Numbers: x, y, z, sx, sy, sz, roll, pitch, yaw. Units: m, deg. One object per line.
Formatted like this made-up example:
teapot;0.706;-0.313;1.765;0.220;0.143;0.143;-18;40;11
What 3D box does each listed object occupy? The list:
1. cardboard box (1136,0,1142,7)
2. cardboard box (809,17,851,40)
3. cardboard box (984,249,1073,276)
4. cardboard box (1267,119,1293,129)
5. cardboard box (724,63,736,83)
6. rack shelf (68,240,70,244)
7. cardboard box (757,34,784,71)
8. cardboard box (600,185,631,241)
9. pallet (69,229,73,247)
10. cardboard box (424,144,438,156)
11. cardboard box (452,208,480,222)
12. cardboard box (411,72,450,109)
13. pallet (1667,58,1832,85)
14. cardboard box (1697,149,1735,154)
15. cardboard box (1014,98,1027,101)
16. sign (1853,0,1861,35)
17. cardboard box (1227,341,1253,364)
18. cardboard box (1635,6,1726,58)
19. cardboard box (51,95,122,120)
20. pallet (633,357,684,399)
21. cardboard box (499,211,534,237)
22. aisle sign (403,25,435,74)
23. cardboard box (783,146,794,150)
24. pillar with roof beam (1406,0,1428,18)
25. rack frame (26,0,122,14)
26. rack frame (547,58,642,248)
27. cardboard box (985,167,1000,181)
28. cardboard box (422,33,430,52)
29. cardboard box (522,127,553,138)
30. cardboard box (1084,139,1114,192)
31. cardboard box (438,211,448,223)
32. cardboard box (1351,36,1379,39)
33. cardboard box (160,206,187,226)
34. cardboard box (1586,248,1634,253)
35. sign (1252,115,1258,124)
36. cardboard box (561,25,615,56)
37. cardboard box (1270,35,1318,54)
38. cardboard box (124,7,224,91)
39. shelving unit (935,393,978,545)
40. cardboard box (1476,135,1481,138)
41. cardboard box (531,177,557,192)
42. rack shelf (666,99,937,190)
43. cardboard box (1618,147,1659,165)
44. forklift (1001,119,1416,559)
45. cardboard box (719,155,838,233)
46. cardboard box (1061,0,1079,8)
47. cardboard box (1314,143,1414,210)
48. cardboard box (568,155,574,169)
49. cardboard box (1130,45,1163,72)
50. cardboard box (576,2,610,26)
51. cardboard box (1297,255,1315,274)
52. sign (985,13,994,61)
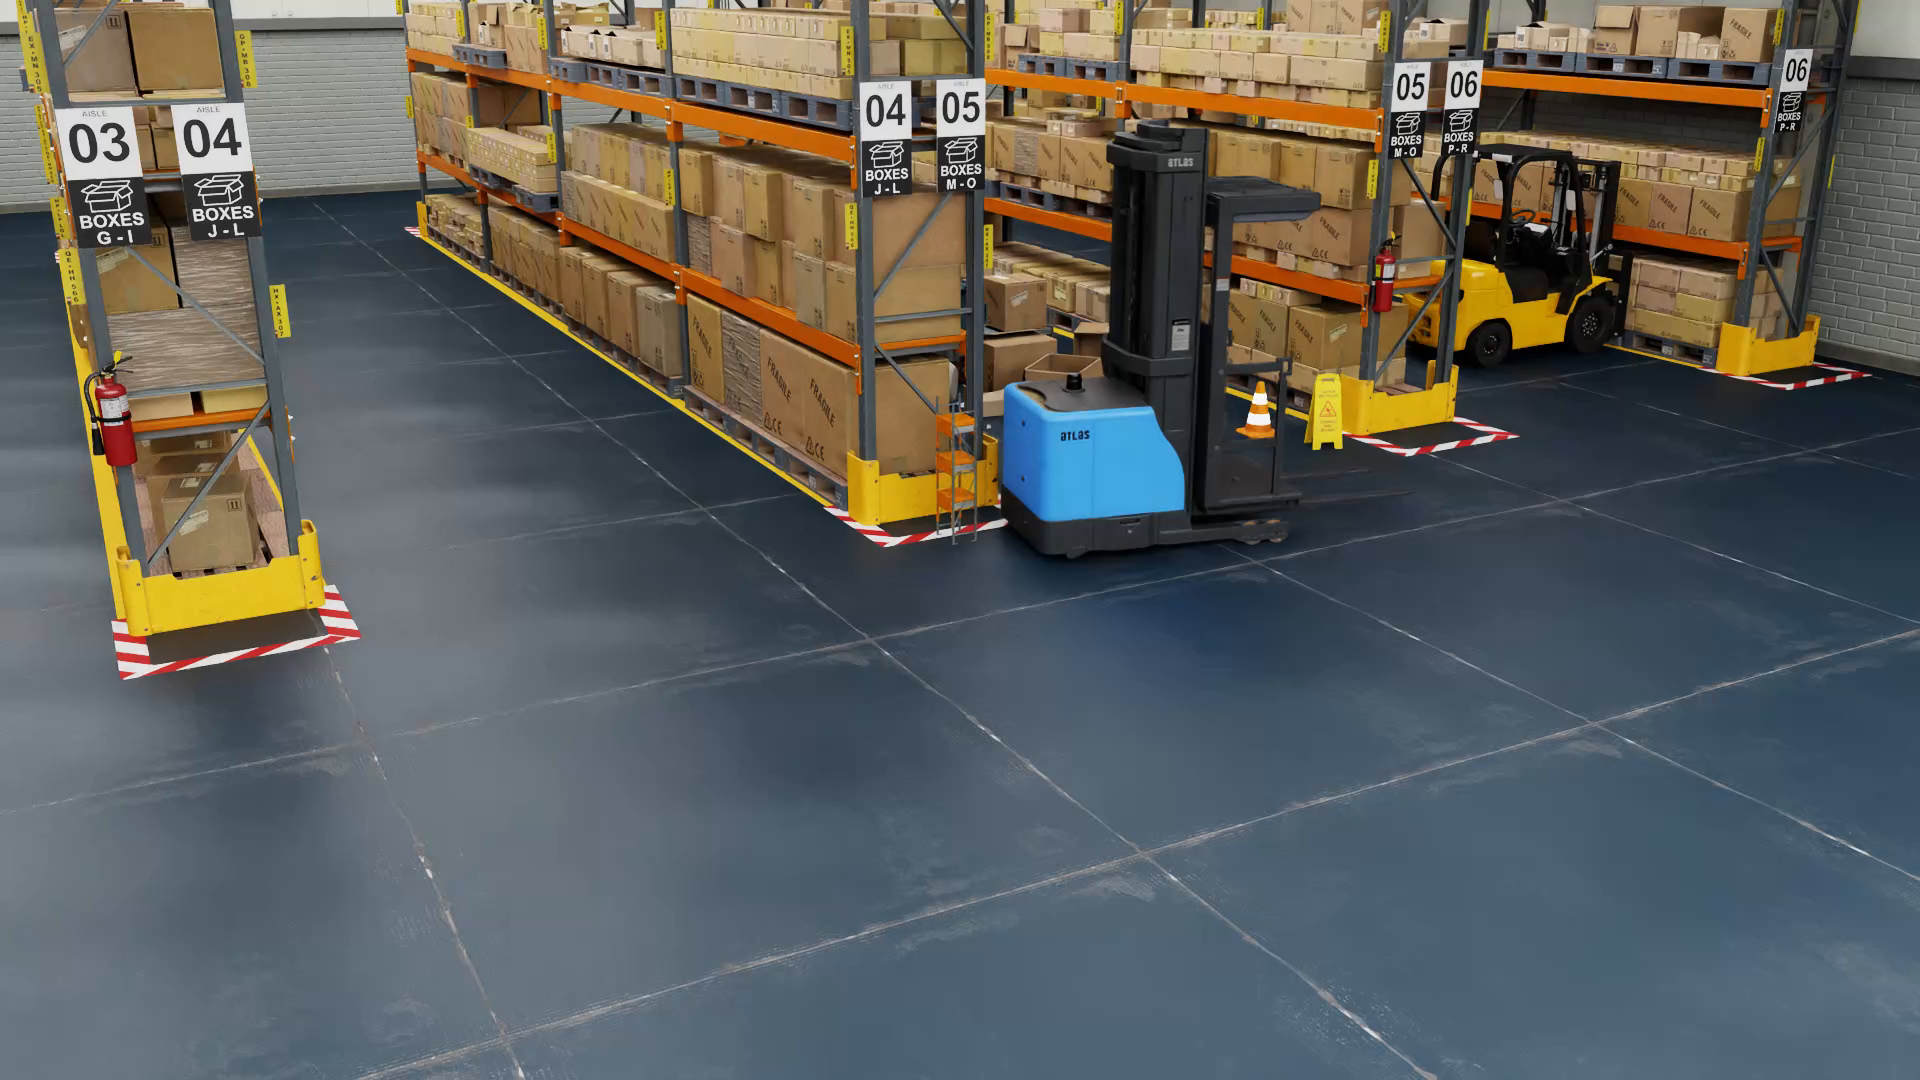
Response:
cardboard box;2.893;-8.479;26.002;0.396;0.266;0.258;-10;22;-27
cardboard box;-0.865;-3.702;12.028;0.380;0.149;0.250;-10;21;-26
cardboard box;0.837;-3.338;20.592;0.950;0.372;0.625;-10;22;-28
cardboard box;4.479;-5.743;23.028;0.380;0.149;0.250;-9;21;-25
cardboard box;-1.709;-3.835;13.635;0.380;0.149;0.250;-10;21;-27
rack shelf;-9.451;-3.455;18.649;1.077;0.370;4.000;-10;21;-27
cardboard box;-1.242;-3.783;12.873;0.500;0.250;0.500;-10;21;-27
cardboard box;-3.395;-3.403;17.242;0.500;0.500;0.500;-10;22;-27
pallet;-8.069;-2.942;16.354;1.213;0.211;1.003;-10;21;-27
cardboard box;-7.784;-5.842;24.849;0.380;0.149;0.250;-11;22;-28
cardboard box;-7.070;-4.666;23.869;0.380;0.149;0.250;-11;22;-29
cardboard box;-7.908;-6.748;24.945;0.500;0.500;0.500;-10;21;-27
pallet;8.073;-4.813;17.017;1.003;0.211;1.213;-10;21;-27
cardboard box;8.077;-4.081;17.756;0.380;0.149;0.250;-10;21;-26
cardboard box;1.240;-7.801;29.915;0.500;0.250;0.500;-9;21;-25
sign;8.877;-5.182;16.492;0.100;0.325;0.005;-10;21;-27
cardboard box;2.906;-1.848;16.460;0.500;0.250;0.500;-11;22;-29
cardboard box;7.563;-5.339;17.458;0.700;0.500;0.500;-10;21;-26
cardboard box;-5.356;-2.646;10.221;0.380;0.149;0.250;-11;22;-29
pallet;-2.621;-1.704;16.746;1.003;0.211;1.213;-10;21;-27
cardboard box;-5.614;-4.075;21.380;0.500;0.250;0.500;-9;21;-25
aisle sign;-8.186;-7.460;25.168;0.394;0.787;0.004;-10;21;-27
cardboard box;-2.374;-6.192;25.324;0.500;0.500;0.500;-11;22;-28
pillar with roof beam;2.210;-7.461;19.957;9.100;9.000;0.400;-10;21;-27
rack frame;-10.401;-7.205;19.217;1.000;3.000;0.127;-10;21;-27
rack frame;-4.088;-3.960;19.010;1.000;3.000;0.127;-10;21;-27
cardboard box;0.517;-4.460;20.198;0.380;0.149;0.250;-10;21;-26
cardboard box;-7.397;-7.138;23.850;0.500;0.250;0.500;-11;22;-28
cardboard box;-5.497;-5.308;21.744;0.380;0.149;0.250;-11;22;-28
cardboard box;1.698;-4.091;18.137;0.500;0.500;0.500;-10;22;-28
cardboard box;-7.563;-4.824;24.783;0.380;0.149;0.250;-9;21;-25
cardboard box;3.778;-4.504;15.150;0.380;0.149;0.250;-10;21;-27
cardboard box;-4.955;-1.930;10.984;0.500;0.500;0.500;-10;21;-27
cardboard box;7.162;-3.120;18.615;0.500;0.250;0.500;-10;22;-28
sign;4.114;-5.949;23.120;0.100;0.325;0.005;-10;21;-27
cardboard box;-3.938;-5.340;17.750;0.500;0.311;0.500;-10;21;-27
cardboard box;3.086;-4.569;15.338;0.380;0.149;0.250;-11;22;-28
cardboard box;-5.170;-3.235;10.933;0.500;0.500;0.500;-10;21;-27
shelving unit;-0.025;-0.512;12.004;0.215;1.050;0.252;-10;21;-27
cardboard box;6.427;-4.951;20.733;0.380;0.149;0.250;-11;22;-28
cardboard box;-4.727;-4.111;19.187;0.380;0.149;0.250;-10;21;-26
rack shelf;-1.239;-3.316;13.647;1.077;0.370;4.000;-10;21;-27
cardboard box;7.336;-4.145;17.942;0.380;0.149;0.250;-10;21;-26
forklift;1.884;-1.508;12.009;3.031;2.935;1.130;-5;20;-15
cardboard box;-1.545;-2.966;14.243;0.875;0.550;0.550;-10;21;-27
cardboard box;1.987;-8.650;27.010;0.500;0.250;0.500;-10;22;-28
cardboard box;3.584;-3.233;14.760;0.700;0.500;0.500;-11;22;-28
cardboard box;-4.521;-4.577;20.082;0.380;0.149;0.250;-10;21;-26
cardboard box;2.088;-4.927;16.986;0.500;0.250;0.500;-10;22;-28
cardboard box;-4.282;-6.094;19.269;0.396;0.266;0.258;-10;21;-27
cardboard box;3.332;-2.548;15.301;0.380;0.149;0.250;-10;22;-28
sign;0.202;-3.617;11.954;0.100;0.325;0.005;-10;21;-27
